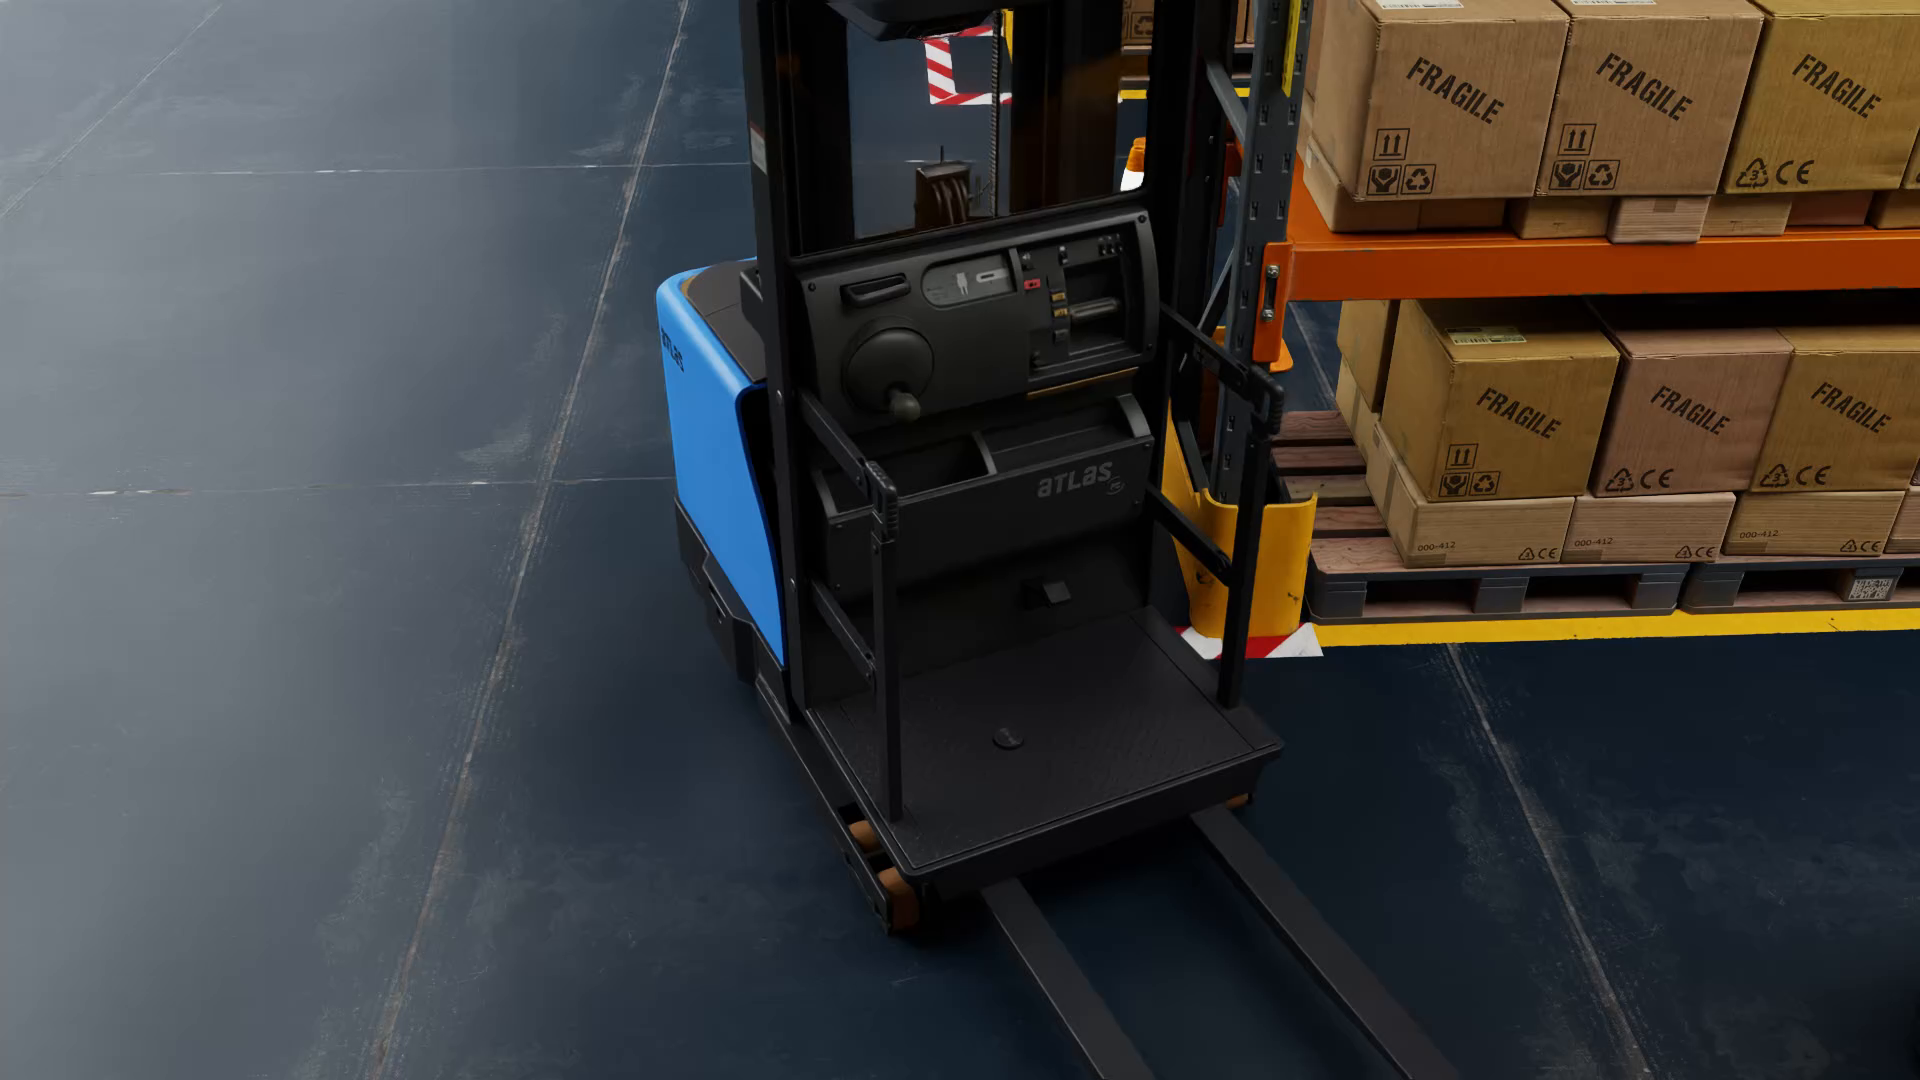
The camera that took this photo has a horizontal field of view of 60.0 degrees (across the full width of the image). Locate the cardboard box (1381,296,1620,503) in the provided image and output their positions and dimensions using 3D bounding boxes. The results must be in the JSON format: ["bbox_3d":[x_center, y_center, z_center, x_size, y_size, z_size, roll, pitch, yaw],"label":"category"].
[{"bbox_3d":[1.662,-0.470,5.181,0.500,0.500,0.500,-3,35,-4],"label":"cardboard box"}]

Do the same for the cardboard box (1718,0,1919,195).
[{"bbox_3d":[2.332,-1.302,4.647,0.500,0.500,0.500,-2,35,-3],"label":"cardboard box"}]

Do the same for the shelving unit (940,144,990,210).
[{"bbox_3d":[-0.008,-0.743,5.760,0.189,1.200,0.258,9,34,12],"label":"shelving unit"}]

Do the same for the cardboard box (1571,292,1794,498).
[{"bbox_3d":[2.184,-0.486,5.205,0.500,0.500,0.500,-3,35,-4],"label":"cardboard box"}]

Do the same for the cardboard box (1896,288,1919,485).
[{"bbox_3d":[3.219,-0.514,5.245,0.500,0.500,0.500,0,35,0],"label":"cardboard box"}]

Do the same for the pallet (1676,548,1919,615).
[{"bbox_3d":[2.924,-0.142,5.770,1.213,0.211,1.003,-2,35,-2],"label":"pallet"}]

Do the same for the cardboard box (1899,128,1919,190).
[{"bbox_3d":[2.839,-1.321,4.673,0.500,0.500,0.500,-2,35,-3],"label":"cardboard box"}]

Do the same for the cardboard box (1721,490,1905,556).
[{"bbox_3d":[2.693,-0.192,5.438,0.500,0.250,0.500,1,35,1],"label":"cardboard box"}]

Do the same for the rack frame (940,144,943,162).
[{"bbox_3d":[-0.097,-0.756,5.779,0.006,1.200,0.240,9,34,12],"label":"rack frame"}]

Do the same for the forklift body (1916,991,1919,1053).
[{"bbox_3d":[2.866,0.829,2.663,1.214,2.155,2.313,-2,35,-2],"label":"forklift body"}]

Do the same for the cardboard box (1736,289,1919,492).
[{"bbox_3d":[2.685,-0.495,5.218,0.500,0.500,0.500,-1,35,-1],"label":"cardboard box"}]

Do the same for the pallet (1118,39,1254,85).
[{"bbox_3d":[1.279,-2.984,9.876,1.213,0.211,1.003,-2,35,-2],"label":"pallet"}]

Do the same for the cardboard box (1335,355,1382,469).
[{"bbox_3d":[1.638,-0.471,5.842,0.500,0.250,0.500,-2,35,-2],"label":"cardboard box"}]

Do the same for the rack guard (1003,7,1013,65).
[{"bbox_3d":[0.460,-3.036,9.698,0.348,0.500,1.175,-2,35,-2],"label":"rack guard"}]

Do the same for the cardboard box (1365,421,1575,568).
[{"bbox_3d":[1.638,-0.160,5.393,0.500,0.250,0.500,-2,35,-3],"label":"cardboard box"}]

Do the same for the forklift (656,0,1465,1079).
[{"bbox_3d":[0.161,-0.484,3.874,1.130,2.935,3.031,-15,38,-21],"label":"forklift"}]

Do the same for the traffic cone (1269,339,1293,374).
[{"bbox_3d":[1.188,-0.955,6.724,0.334,0.463,0.336,-2,35,-2],"label":"traffic cone"}]

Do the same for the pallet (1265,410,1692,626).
[{"bbox_3d":[1.708,-0.111,5.725,1.213,0.211,1.003,-2,35,-2],"label":"pallet"}]

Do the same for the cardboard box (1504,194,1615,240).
[{"bbox_3d":[1.689,-1.018,4.806,0.250,0.149,0.380,-3,35,-4],"label":"cardboard box"}]

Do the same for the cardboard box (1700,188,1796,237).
[{"bbox_3d":[2.201,-1.025,4.815,0.250,0.149,0.380,-1,35,-1],"label":"cardboard box"}]

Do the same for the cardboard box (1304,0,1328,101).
[{"bbox_3d":[1.348,-1.588,5.060,0.500,0.500,0.500,-2,35,-3],"label":"cardboard box"}]

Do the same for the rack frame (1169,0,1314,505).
[{"bbox_3d":[0.819,-1.254,4.926,0.127,3.000,1.000,-2,35,-2],"label":"rack frame"}]

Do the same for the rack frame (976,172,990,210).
[{"bbox_3d":[0.080,-0.729,5.740,0.006,1.200,0.240,9,34,12],"label":"rack frame"}]

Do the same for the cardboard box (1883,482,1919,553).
[{"bbox_3d":[3.197,-0.204,5.456,0.500,0.250,0.500,-1,35,-1],"label":"cardboard box"}]

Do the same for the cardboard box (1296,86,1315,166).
[{"bbox_3d":[1.183,-1.282,5.187,0.250,0.149,0.380,0,35,-1],"label":"cardboard box"}]

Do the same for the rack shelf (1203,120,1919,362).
[{"bbox_3d":[2.817,-1.012,5.208,4.000,0.370,1.077,-2,35,-2],"label":"rack shelf"}]

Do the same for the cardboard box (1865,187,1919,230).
[{"bbox_3d":[2.727,-1.056,4.861,0.250,0.149,0.380,-2,35,-3],"label":"cardboard box"}]

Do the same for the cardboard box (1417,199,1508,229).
[{"bbox_3d":[1.420,-1.057,4.862,0.250,0.149,0.380,-1,35,-2],"label":"cardboard box"}]

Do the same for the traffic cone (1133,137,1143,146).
[{"bbox_3d":[1.082,-2.229,8.564,0.334,0.463,0.336,-2,35,-2],"label":"traffic cone"}]

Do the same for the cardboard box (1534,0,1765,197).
[{"bbox_3d":[1.823,-1.288,4.626,0.500,0.500,0.500,-1,35,-1],"label":"cardboard box"}]

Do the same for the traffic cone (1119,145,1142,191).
[{"bbox_3d":[0.796,-1.577,7.622,0.334,0.463,0.336,-2,35,-2],"label":"traffic cone"}]

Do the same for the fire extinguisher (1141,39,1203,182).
[{"bbox_3d":[0.683,-1.481,5.322,0.183,0.674,0.296,-2,35,-2],"label":"fire extinguisher"}]

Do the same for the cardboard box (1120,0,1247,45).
[{"bbox_3d":[1.158,-3.420,9.553,0.875,0.875,0.875,-1,35,-2],"label":"cardboard box"}]

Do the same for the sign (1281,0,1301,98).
[{"bbox_3d":[0.845,-1.301,4.234,0.005,0.325,0.100,-2,35,-2],"label":"sign"}]

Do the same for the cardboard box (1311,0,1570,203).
[{"bbox_3d":[1.305,-1.272,4.603,0.500,0.500,0.500,-2,35,-3],"label":"cardboard box"}]

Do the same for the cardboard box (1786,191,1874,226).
[{"bbox_3d":[2.462,-1.066,4.875,0.250,0.149,0.380,0,35,-1],"label":"cardboard box"}]

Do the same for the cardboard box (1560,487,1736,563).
[{"bbox_3d":[2.148,-0.170,5.407,0.500,0.250,0.500,0,35,-1],"label":"cardboard box"}]

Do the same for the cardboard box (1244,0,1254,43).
[{"bbox_3d":[2.037,-3.444,9.589,0.875,0.875,0.875,-2,35,-3],"label":"cardboard box"}]

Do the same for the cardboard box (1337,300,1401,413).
[{"bbox_3d":[1.607,-0.774,5.621,0.500,0.500,0.500,-1,35,-2],"label":"cardboard box"}]

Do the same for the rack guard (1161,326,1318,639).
[{"bbox_3d":[0.895,-0.228,5.640,0.348,0.500,1.175,-2,35,-2],"label":"rack guard"}]

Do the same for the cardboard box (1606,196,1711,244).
[{"bbox_3d":[1.944,-0.999,4.778,0.250,0.149,0.380,-1,35,-1],"label":"cardboard box"}]

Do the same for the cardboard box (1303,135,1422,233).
[{"bbox_3d":[1.168,-1.042,4.840,0.250,0.149,0.380,-1,35,-2],"label":"cardboard box"}]
